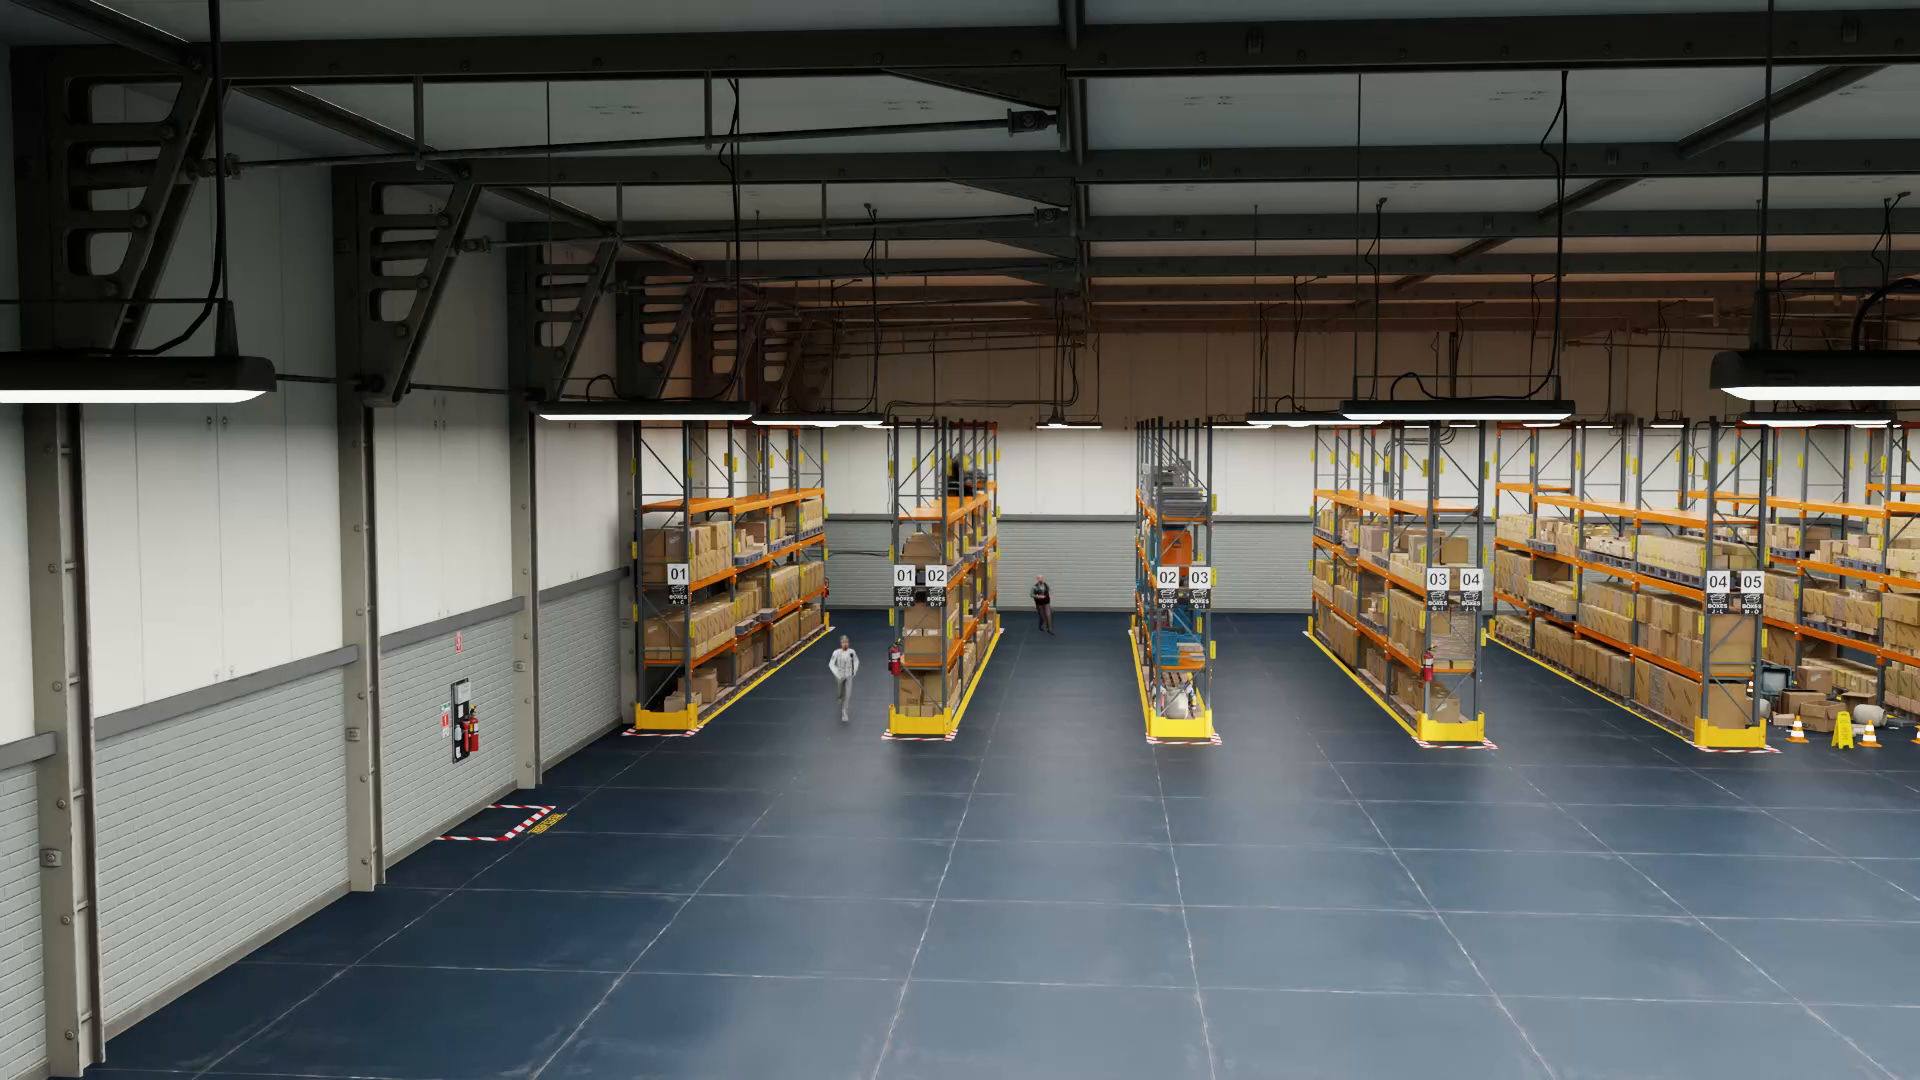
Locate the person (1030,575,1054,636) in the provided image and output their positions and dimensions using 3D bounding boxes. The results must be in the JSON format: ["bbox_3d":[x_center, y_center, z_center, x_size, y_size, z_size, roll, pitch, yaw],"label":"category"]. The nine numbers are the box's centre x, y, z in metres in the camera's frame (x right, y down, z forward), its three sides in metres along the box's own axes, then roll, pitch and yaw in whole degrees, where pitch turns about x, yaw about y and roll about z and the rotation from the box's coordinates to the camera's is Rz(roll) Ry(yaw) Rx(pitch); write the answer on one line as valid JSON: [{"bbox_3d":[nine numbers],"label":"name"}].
[{"bbox_3d":[2.295,1.825,46.911,0.689,1.691,0.874,-1,4,-17],"label":"person"}]

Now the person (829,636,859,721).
[{"bbox_3d":[-2.315,2.741,33.288,0.602,1.686,0.949,0,4,-2],"label":"person"}]

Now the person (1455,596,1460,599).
[{"bbox_3d":[13.726,1.826,46.540,0.678,1.729,0.725,3,5,41],"label":"person"}]
